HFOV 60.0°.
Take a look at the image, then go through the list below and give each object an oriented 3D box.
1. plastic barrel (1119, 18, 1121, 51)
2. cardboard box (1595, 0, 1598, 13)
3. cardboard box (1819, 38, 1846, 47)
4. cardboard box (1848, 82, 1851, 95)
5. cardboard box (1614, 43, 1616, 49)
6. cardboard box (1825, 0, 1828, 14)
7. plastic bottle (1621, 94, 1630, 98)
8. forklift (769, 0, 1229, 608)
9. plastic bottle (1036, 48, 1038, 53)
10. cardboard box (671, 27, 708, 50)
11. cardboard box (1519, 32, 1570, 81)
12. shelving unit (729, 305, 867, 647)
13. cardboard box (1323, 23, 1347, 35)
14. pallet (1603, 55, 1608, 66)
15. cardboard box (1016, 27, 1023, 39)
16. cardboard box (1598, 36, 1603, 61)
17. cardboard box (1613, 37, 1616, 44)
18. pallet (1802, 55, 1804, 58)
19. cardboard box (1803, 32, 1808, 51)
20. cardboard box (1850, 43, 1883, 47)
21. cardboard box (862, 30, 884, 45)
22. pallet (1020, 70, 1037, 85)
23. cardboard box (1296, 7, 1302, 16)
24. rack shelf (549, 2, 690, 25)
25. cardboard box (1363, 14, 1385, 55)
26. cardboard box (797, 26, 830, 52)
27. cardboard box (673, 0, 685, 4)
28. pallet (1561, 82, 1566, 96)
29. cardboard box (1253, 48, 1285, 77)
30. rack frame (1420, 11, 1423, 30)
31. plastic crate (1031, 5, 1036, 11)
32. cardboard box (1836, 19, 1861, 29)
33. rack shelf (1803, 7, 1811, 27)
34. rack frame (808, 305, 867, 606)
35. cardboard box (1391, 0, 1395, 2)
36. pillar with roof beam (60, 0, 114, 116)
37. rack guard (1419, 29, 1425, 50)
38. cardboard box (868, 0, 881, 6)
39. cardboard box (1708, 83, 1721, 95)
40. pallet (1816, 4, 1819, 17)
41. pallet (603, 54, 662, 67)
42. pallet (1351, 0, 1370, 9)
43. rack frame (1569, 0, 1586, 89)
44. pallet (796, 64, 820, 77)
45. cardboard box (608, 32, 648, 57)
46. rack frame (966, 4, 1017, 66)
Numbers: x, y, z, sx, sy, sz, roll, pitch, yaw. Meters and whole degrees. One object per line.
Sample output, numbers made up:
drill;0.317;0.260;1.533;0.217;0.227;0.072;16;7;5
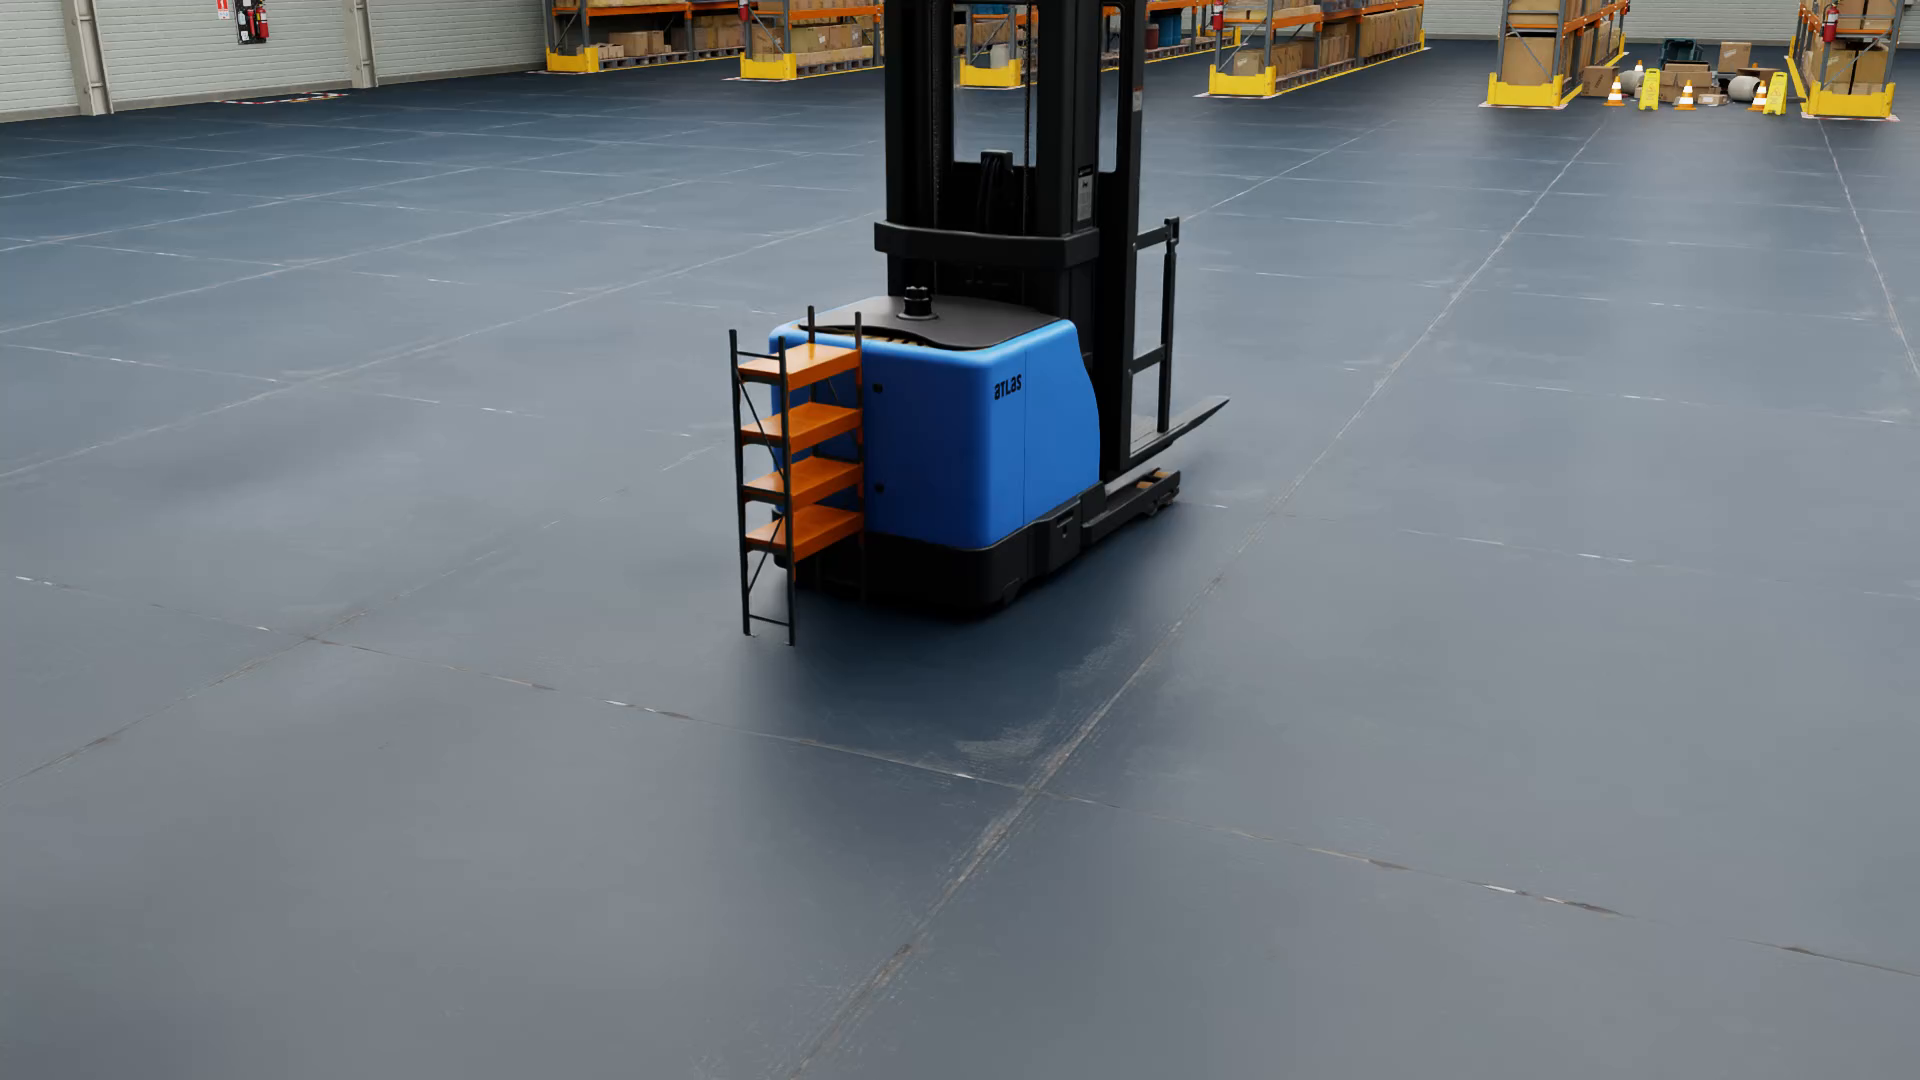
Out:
plastic barrel;4.060;-12.000;39.348;0.600;0.830;0.708;9;21;23
cardboard box;12.528;-10.850;33.351;0.500;0.500;0.500;8;21;22
cardboard box;14.444;-8.228;27.518;0.380;0.149;0.250;9;21;24
cardboard box;14.958;-7.454;27.429;0.500;0.250;0.500;9;22;25
cardboard box;15.792;-12.068;40.552;0.380;0.149;0.250;8;21;20
cardboard box;14.339;-8.732;26.951;0.500;0.500;0.500;9;21;23
plastic bottle;11.801;-7.929;29.674;0.283;0.061;0.133;1;20;4
forklift;0.397;-1.560;7.482;1.130;2.935;3.031;11;22;29
plastic bottle;1.660;-10.200;34.970;0.144;0.351;0.185;9;21;23
cardboard box;-6.515;-12.067;39.996;0.700;0.500;0.500;9;22;25
cardboard box;10.553;-8.797;30.274;0.875;0.875;0.875;9;21;23
shelving unit;-0.607;-0.251;6.383;0.258;1.200;0.503;11;22;29
cardboard box;8.147;-11.168;36.349;0.500;0.250;0.500;10;22;25
pallet;14.198;-10.953;37.952;1.003;0.211;1.213;9;21;23
cardboard box;1.365;-13.616;44.634;0.500;0.311;0.500;9;21;23
cardboard box;13.603;-10.638;36.008;0.500;0.500;0.500;9;21;23
cardboard box;15.577;-12.039;40.028;0.380;0.149;0.250;9;21;23
pallet;19.456;-10.764;37.422;1.003;0.211;1.213;9;21;23
cardboard box;20.165;-11.574;38.733;0.875;0.438;0.875;9;22;24
cardboard box;15.593;-8.293;28.670;0.500;0.500;0.500;9;21;24
cardboard box;-1.884;-11.390;37.659;0.500;0.311;0.500;9;21;23
pallet;0.925;-9.191;32.998;1.003;0.211;1.213;9;21;23
cardboard box;6.308;-10.090;31.739;0.380;0.149;0.250;9;21;23
rack shelf;-7.620;-11.859;37.413;1.077;0.370;4.000;9;21;23
cardboard box;9.068;-11.670;38.351;1.225;0.875;0.875;9;21;23
cardboard box;-3.100;-10.605;35.171;0.500;0.500;0.500;9;21;23
cardboard box;-6.718;-12.562;38.509;0.500;0.250;0.500;9;21;23
pallet;10.359;-8.150;30.069;1.003;0.211;1.213;9;21;23
cardboard box;5.876;-9.133;31.777;0.500;0.500;0.500;11;22;28
rack frame;11.670;-14.439;43.593;1.000;3.000;0.127;9;21;23
plastic crate;1.424;-10.974;34.167;0.450;0.188;0.662;9;21;23
cardboard box;14.117;-8.214;26.463;0.380;0.149;0.250;9;22;25
rack shelf;18.254;-10.906;34.733;1.077;0.370;4.000;9;21;23
rack frame;-0.483;-0.321;6.581;0.240;1.200;0.015;11;22;29
cardboard box;10.090;-13.083;39.631;0.500;0.500;0.500;9;21;23
pillar with roof beam;-9.928;-10.487;23.528;9.100;9.000;0.400;9;21;23
rack guard;11.680;-13.269;44.033;1.175;0.500;0.348;9;21;23
cardboard box;-2.118;-12.217;37.569;0.500;0.250;0.500;10;22;26
cardboard box;13.505;-8.168;30.041;0.258;0.266;0.396;-5;20;-15
pallet;16.662;-9.933;31.208;1.003;0.211;1.213;9;21;23
pallet;-7.542;-10.912;37.836;1.003;0.211;1.213;9;21;23
pallet;8.199;-11.671;36.095;1.213;0.211;1.003;9;21;23
rack frame;11.240;-10.059;31.278;1.000;3.000;0.127;9;21;23
pallet;-3.643;-9.834;34.806;1.003;0.211;1.213;9;21;23
cardboard box;-7.494;-11.207;37.580;0.700;0.500;0.500;7;21;19
rack frame;0.599;-10.228;31.751;1.000;3.000;0.127;9;21;23
